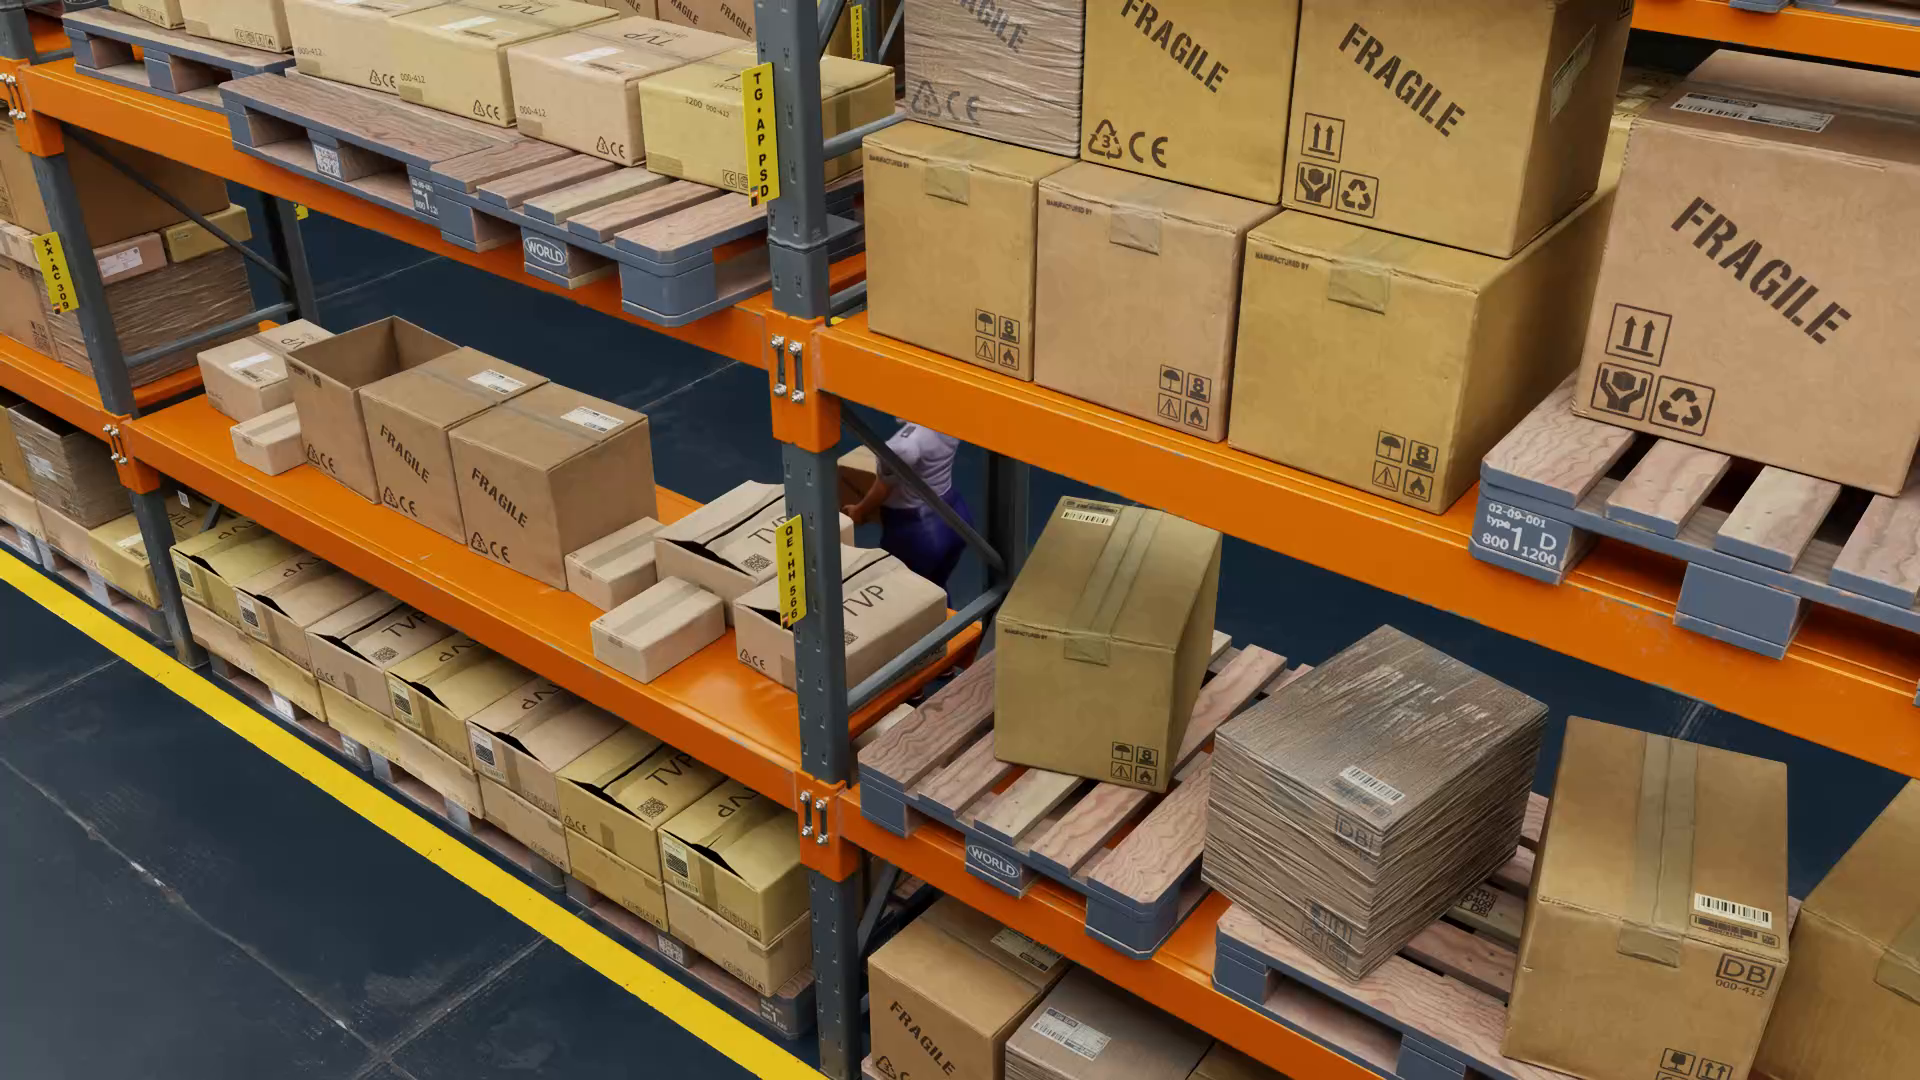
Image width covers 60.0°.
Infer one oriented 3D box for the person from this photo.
[{"bbox_3d":[-0.183,0.222,7.384,0.413,1.030,0.412,21,37,31],"label":"person"}]
